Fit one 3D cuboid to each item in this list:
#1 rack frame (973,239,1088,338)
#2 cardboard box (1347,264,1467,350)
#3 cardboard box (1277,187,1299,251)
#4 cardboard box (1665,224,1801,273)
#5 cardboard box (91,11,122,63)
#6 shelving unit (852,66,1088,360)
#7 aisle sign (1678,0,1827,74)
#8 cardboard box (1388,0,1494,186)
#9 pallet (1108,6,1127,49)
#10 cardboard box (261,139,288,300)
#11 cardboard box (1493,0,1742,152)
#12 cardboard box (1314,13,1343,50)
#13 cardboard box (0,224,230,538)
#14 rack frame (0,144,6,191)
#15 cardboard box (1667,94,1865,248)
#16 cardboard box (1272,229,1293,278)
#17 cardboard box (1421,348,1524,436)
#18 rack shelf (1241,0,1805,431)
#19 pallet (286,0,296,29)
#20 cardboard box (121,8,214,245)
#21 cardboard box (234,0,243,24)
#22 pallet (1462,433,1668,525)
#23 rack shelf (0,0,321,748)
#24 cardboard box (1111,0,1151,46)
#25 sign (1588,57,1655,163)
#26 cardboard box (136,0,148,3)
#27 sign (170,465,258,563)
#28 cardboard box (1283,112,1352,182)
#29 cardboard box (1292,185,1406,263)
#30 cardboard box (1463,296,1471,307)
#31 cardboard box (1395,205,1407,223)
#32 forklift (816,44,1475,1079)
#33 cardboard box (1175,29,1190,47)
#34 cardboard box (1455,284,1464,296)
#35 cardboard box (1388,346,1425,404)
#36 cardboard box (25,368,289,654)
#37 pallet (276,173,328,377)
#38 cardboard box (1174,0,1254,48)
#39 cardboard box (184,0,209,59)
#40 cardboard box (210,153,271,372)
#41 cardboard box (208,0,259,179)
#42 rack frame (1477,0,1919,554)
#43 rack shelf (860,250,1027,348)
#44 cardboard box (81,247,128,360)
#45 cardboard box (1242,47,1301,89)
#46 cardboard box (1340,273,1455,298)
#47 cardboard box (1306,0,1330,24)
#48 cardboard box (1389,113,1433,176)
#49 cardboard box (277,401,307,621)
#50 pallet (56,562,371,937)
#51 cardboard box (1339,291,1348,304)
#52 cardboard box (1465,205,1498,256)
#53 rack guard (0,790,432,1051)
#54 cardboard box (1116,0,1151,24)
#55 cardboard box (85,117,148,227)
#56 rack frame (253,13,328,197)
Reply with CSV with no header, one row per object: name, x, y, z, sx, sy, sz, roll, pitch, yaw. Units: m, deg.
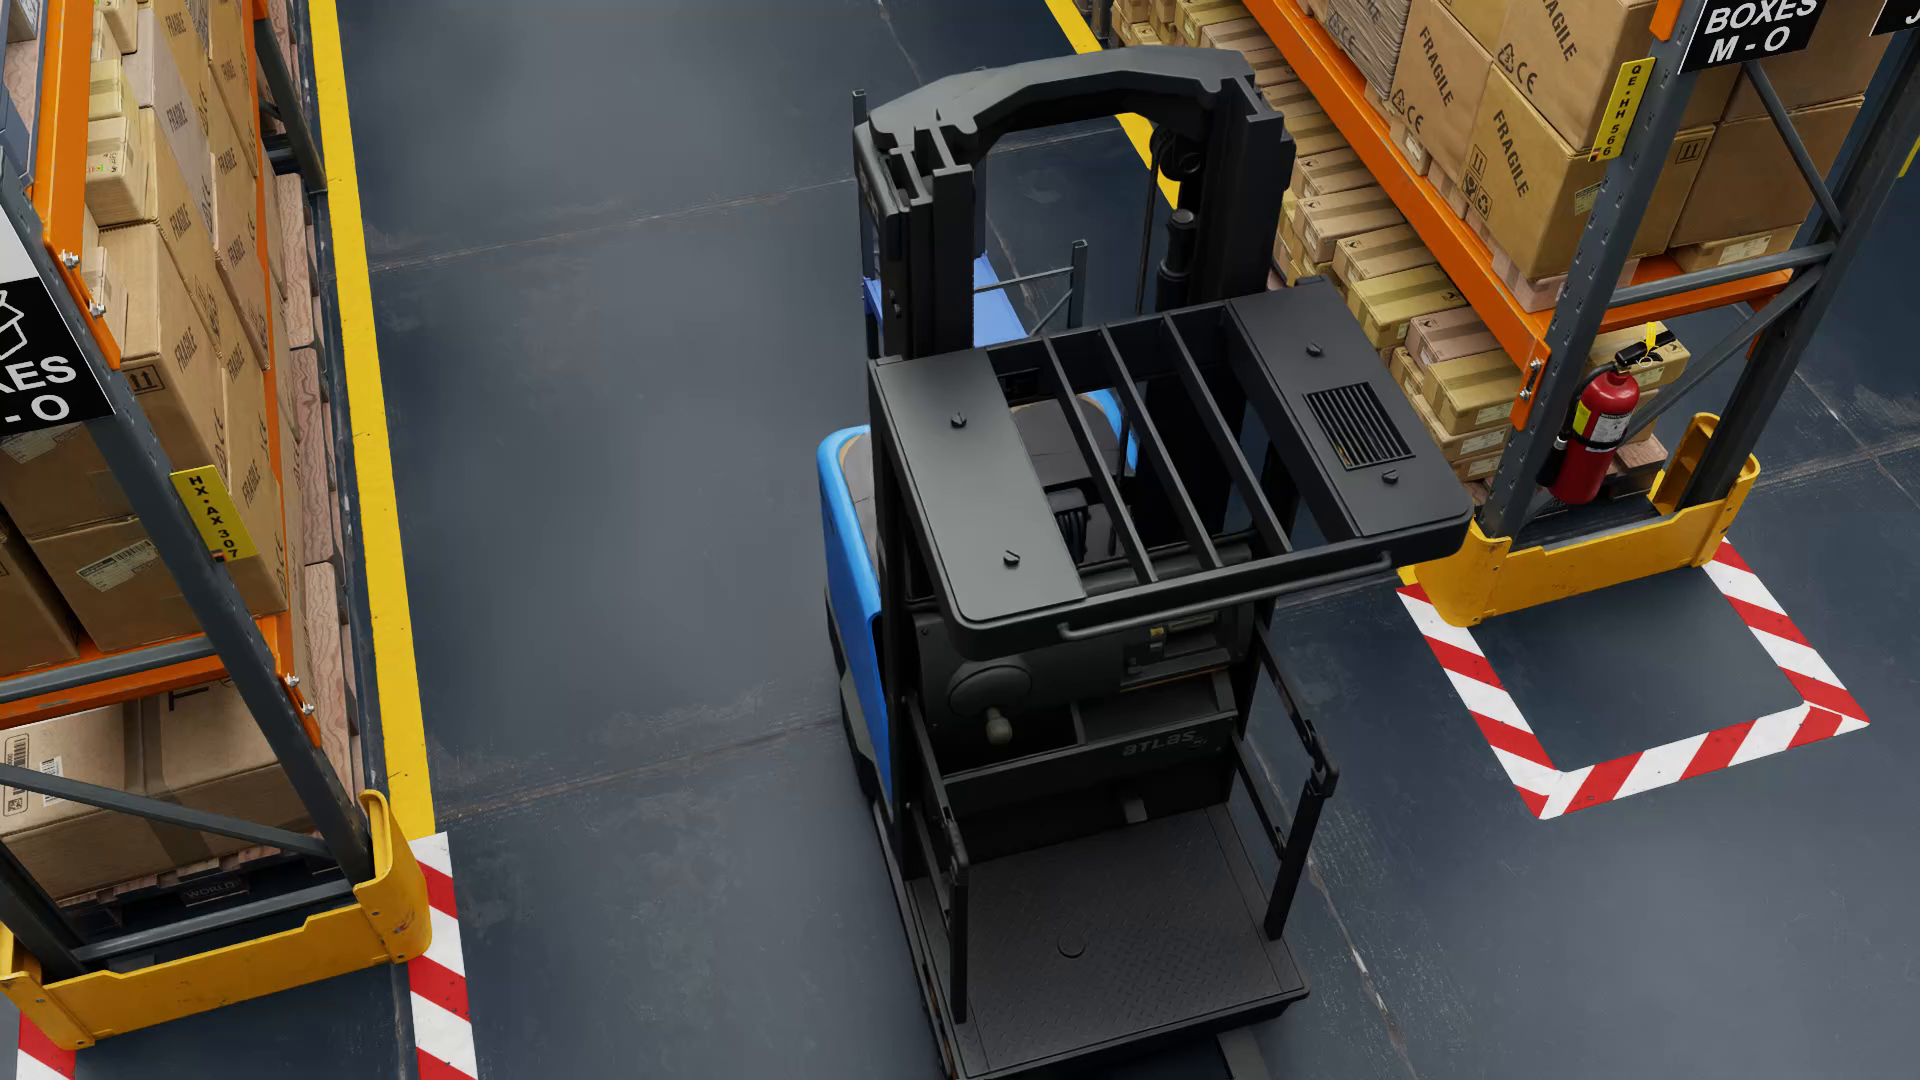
rack frame,0.172,-0.423,5.916,0.500,1.500,0.032,-14,51,-11
cardboard box,1.756,-0.921,6.555,0.380,0.149,0.250,-14,51,-12
cardboard box,1.564,-1.405,7.158,0.380,0.149,0.250,-11,51,-9
cardboard box,2.589,-1.056,5.632,0.380,0.149,0.250,-14,51,-11
cardboard box,-2.503,-1.278,4.511,0.380,0.149,0.250,-13,51,-11
shelving unit,0.015,-0.793,6.227,0.538,1.500,1.048,-14,51,-11
aisle sign,2.107,-1.543,4.178,0.394,0.787,0.004,-13,51,-11
cardboard box,1.846,-1.602,5.668,0.500,0.500,0.500,-14,51,-12
pallet,1.421,-2.366,8.397,1.003,0.211,1.213,-13,51,-11
cardboard box,-3.427,-1.381,7.143,0.875,0.438,0.875,-14,51,-12
cardboard box,1.999,-1.555,4.974,0.500,0.500,0.500,-14,51,-12
cardboard box,1.615,-2.070,6.487,0.380,0.149,0.250,-13,51,-10
cardboard box,-2.197,-0.403,4.198,0.500,0.500,0.500,-14,51,-12
rack frame,-2.327,-1.567,1.975,1.000,3.000,0.127,-13,51,-11
cardboard box,2.503,-1.345,5.451,0.500,0.500,0.500,-11,51,-9
cardboard box,1.566,-1.311,7.273,0.380,0.149,0.250,-12,51,-10
cardboard box,1.973,-0.564,6.254,0.380,0.149,0.250,-13,51,-11
rack shelf,1.780,-2.055,6.781,1.077,0.370,4.000,-13,51,-11
pallet,-4.174,-3.095,9.011,1.003,0.211,1.213,-13,51,-11
cardboard box,-2.516,-1.153,4.830,0.500,0.500,0.500,-14,51,-11
cardboard box,-3.129,-2.306,6.456,0.500,0.500,0.500,-13,51,-11
pallet,2.143,-0.584,6.894,1.003,0.211,1.213,-13,51,-11
rack shelf,-2.918,-0.862,5.775,1.077,0.370,4.000,-13,51,-11
cardboard box,0.990,-2.626,8.381,0.380,0.149,0.250,-15,52,-13
sign,1.836,-1.190,4.617,0.100,0.325,0.005,-13,51,-11
cardboard box,-2.586,-1.661,4.834,0.380,0.149,0.250,-14,51,-12
sign,-1.795,-0.059,4.009,0.100,0.325,0.005,-13,51,-11
cardboard box,1.531,-1.710,7.220,0.380,0.149,0.250,-13,51,-11
cardboard box,1.607,-1.308,6.881,0.380,0.149,0.250,-12,51,-10
cardboard box,2.278,-0.951,6.775,0.380,0.149,0.250,-13,51,-11
cardboard box,2.017,-1.524,7.258,0.380,0.149,0.250,-11,51,-9
forklift,0.400,0.387,4.296,1.130,2.935,3.031,-12,51,-10
cardboard box,1.257,-2.389,7.987,0.380,0.149,0.250,-14,51,-11
cardboard box,2.316,-1.062,7.063,0.380,0.149,0.250,-13,51,-11
cardboard box,1.917,-0.663,6.532,0.380,0.149,0.250,-14,51,-12
cardboard box,-2.195,-0.081,4.581,0.500,0.500,0.500,-14,51,-11
pallet,-3.360,-1.083,7.315,1.003,0.211,1.213,-13,51,-11
cardboard box,1.240,-2.469,7.860,0.380,0.149,0.250,-14,51,-11
cardboard box,-2.805,-1.885,5.447,0.500,0.500,0.500,-13,51,-10
cardboard box,-2.504,-0.820,5.203,0.500,0.500,0.500,-14,51,-11
cardboard box,-2.808,-1.568,5.834,0.500,0.500,0.500,-14,51,-12
rack frame,2.372,-0.826,5.274,1.000,3.000,0.127,-13,51,-11
rack shelf,0.015,-0.677,6.365,0.538,0.185,1.000,-14,51,-11
cardboard box,-2.167,-0.519,3.871,0.380,0.149,0.250,-12,51,-10
cardboard box,1.336,-2.080,7.532,0.380,0.149,0.250,-12,51,-10
cardboard box,1.807,-1.058,6.865,0.380,0.149,0.250,-14,51,-11
cardboard box,1.549,-2.336,6.287,0.500,0.500,0.500,-11,51,-9
cardboard box,1.781,-1.470,5.982,0.380,0.149,0.250,-12,51,-10
cardboard box,-2.896,-0.069,6.037,0.875,0.438,0.875,-12,51,-10
pallet,-2.638,0.699,5.812,1.003,0.211,1.213,-13,51,-11
cardboard box,1.763,-0.935,6.956,0.380,0.149,0.250,-13,51,-11
cardboard box,1.968,-1.110,5.678,0.380,0.149,0.250,-13,51,-11
rack guard,-2.320,1.190,5.210,1.175,0.500,0.348,-13,51,-11
cardboard box,0.990,-2.723,8.269,0.380,0.149,0.250,-11,51,-9
cardboard box,-2.280,-0.910,4.201,0.380,0.149,0.250,-12,51,-10
rack frame,-3.510,-2.555,6.731,1.000,3.000,0.127,-13,51,-11
